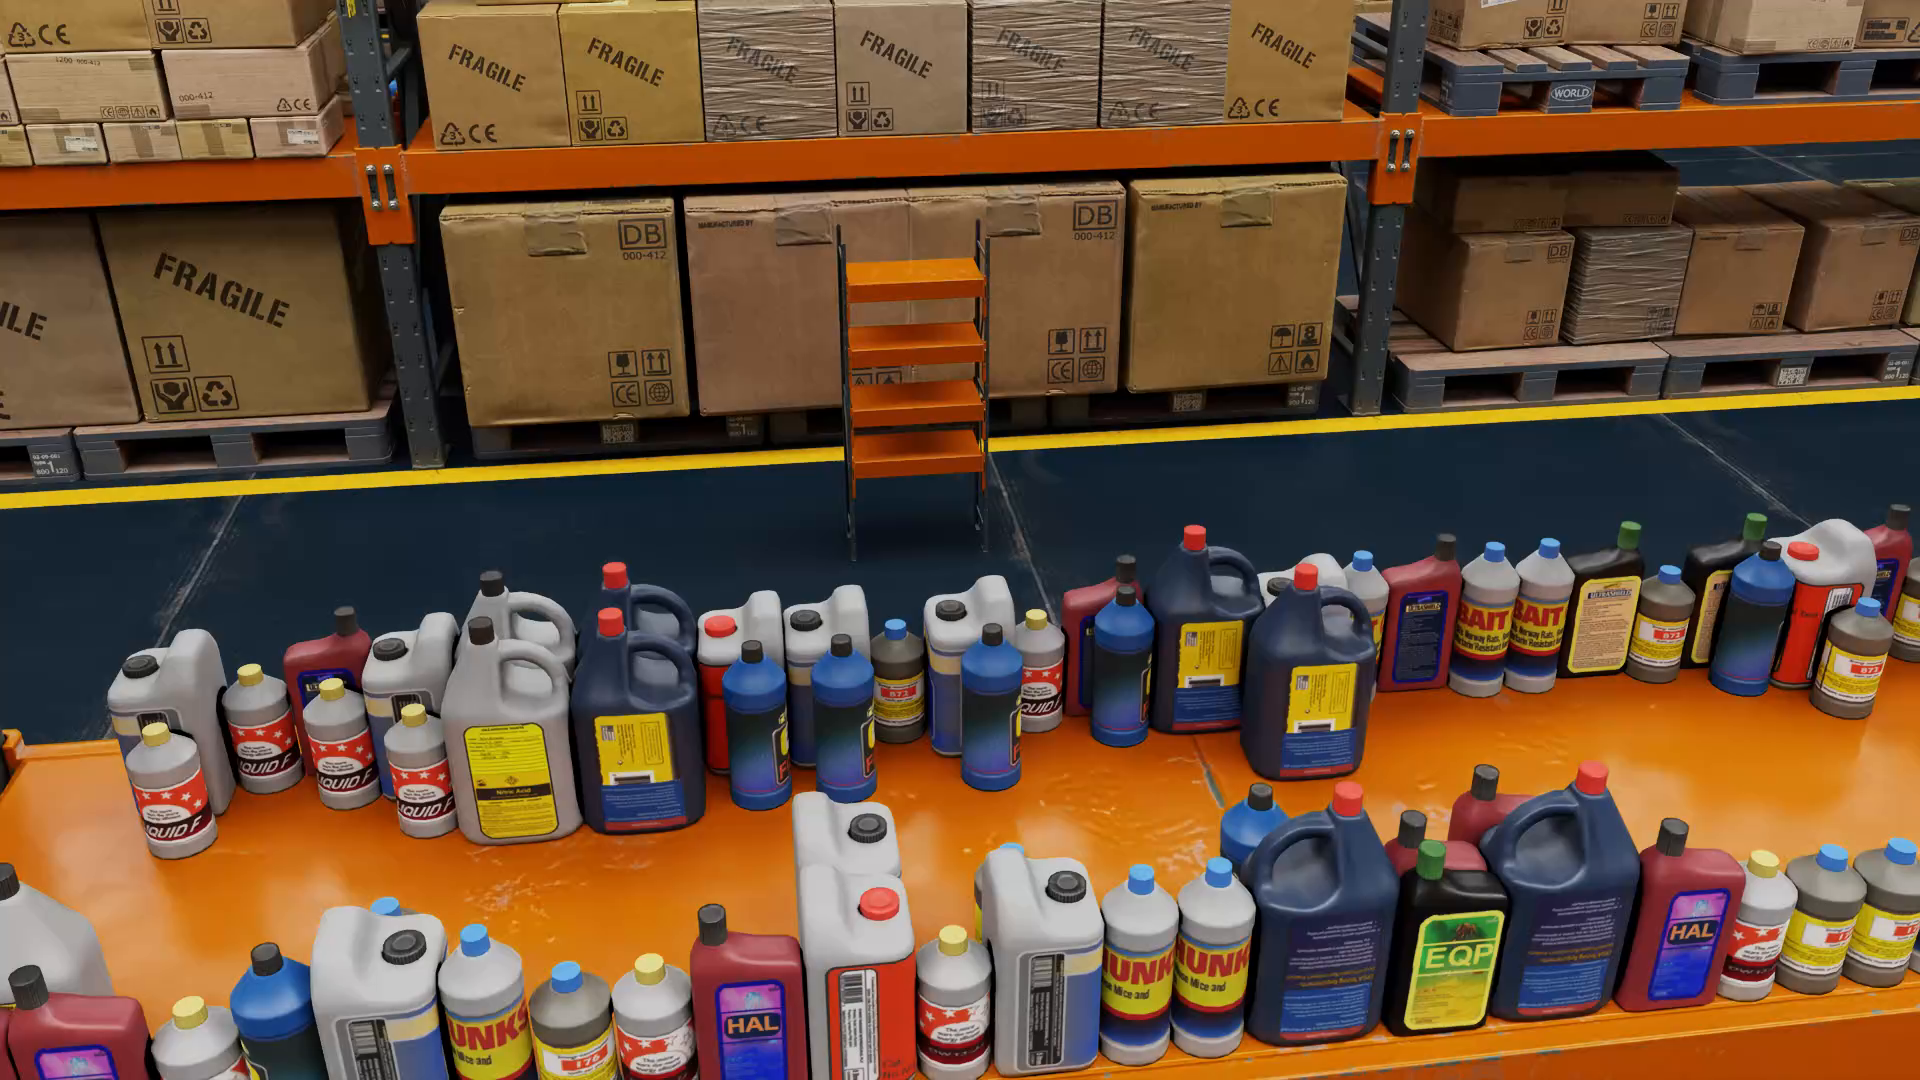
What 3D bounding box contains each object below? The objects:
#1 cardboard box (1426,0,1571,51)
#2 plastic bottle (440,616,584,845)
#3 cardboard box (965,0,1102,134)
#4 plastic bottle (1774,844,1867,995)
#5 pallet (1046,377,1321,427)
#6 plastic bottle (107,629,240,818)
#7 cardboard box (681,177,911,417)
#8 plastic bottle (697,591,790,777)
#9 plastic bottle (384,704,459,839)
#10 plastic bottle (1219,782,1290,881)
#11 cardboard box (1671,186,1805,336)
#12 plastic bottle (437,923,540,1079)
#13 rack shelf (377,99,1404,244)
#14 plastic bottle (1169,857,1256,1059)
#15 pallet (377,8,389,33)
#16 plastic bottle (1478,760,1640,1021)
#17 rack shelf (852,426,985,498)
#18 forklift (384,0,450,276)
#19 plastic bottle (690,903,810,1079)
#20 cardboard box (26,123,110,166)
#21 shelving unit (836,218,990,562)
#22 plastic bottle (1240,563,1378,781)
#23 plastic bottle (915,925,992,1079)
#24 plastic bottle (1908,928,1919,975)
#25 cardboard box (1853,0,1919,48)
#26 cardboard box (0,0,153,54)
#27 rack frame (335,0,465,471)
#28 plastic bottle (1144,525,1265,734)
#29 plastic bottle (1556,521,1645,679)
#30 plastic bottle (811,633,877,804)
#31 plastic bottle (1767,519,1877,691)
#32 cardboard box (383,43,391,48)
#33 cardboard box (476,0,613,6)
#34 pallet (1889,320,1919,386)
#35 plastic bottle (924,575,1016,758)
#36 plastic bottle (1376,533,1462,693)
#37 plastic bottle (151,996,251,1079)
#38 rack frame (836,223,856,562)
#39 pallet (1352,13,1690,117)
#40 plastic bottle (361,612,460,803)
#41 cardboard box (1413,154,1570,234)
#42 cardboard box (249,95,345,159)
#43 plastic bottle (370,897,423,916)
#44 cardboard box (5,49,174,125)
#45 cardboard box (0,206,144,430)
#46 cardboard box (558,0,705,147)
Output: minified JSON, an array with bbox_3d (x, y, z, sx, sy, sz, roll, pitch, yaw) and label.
[{"bbox_3d":[2.245,-2.385,7.042,0.500,0.500,0.500,-7,28,-13],"label":"cardboard box"},{"bbox_3d":[-0.671,0.273,2.486,0.185,0.351,0.144,-4,27,-7],"label":"plastic bottle"},{"bbox_3d":[0.253,-1.938,6.633,0.500,0.500,0.500,-5,28,-9],"label":"cardboard box"},{"bbox_3d":[1.141,0.496,2.215,0.097,0.201,0.097,0,27,0],"label":"plastic bottle"},{"bbox_3d":[0.924,-0.844,7.664,1.213,0.211,1.003,-4,27,-7],"label":"pallet"},{"bbox_3d":[-1.210,0.277,2.561,0.135,0.276,0.152,-4,27,-7],"label":"plastic bottle"},{"bbox_3d":[-0.730,-1.195,7.161,0.875,0.875,1.225,-5,28,-9],"label":"cardboard box"},{"bbox_3d":[-0.349,0.221,2.669,0.135,0.276,0.152,-4,27,-7],"label":"plastic bottle"},{"bbox_3d":[-0.813,0.342,2.516,0.097,0.201,0.097,0,27,0],"label":"plastic bottle"},{"bbox_3d":[0.394,0.446,2.235,0.097,0.271,0.097,0,27,0],"label":"plastic bottle"},{"bbox_3d":[3.484,-1.316,7.786,0.500,0.500,0.700,-1,27,-3],"label":"cardboard box"},{"bbox_3d":[-0.563,0.574,1.986,0.097,0.271,0.097,0,27,0],"label":"plastic bottle"},{"bbox_3d":[-0.265,-1.654,6.975,4.000,0.370,1.077,-4,27,-7],"label":"rack shelf"},{"bbox_3d":[0.318,0.518,2.096,0.097,0.271,0.097,0,27,0],"label":"plastic bottle"},{"bbox_3d":[-5.601,-4.994,15.751,1.213,0.211,1.003,-4,27,-7],"label":"pallet"},{"bbox_3d":[0.769,0.443,2.155,0.185,0.351,0.144,-4,27,-7],"label":"plastic bottle"},{"bbox_3d":[-0.164,-0.287,6.077,0.480,0.148,0.258,-4,27,-7],"label":"rack shelf"},{"bbox_3d":[-2.071,-3.038,8.960,3.031,2.935,1.130,-9,29,-17],"label":"forklift"},{"bbox_3d":[-0.253,0.558,2.005,0.133,0.283,0.061,-4,27,-7],"label":"plastic bottle"},{"bbox_3d":[-3.265,-1.518,6.198,0.250,0.149,0.380,-3,27,-6],"label":"cardboard box"},{"bbox_3d":[-0.164,-0.523,5.956,0.503,1.200,0.258,-4,27,-7],"label":"shelving unit"},{"bbox_3d":[0.555,0.198,2.632,0.185,0.351,0.144,-4,27,-7],"label":"plastic bottle"},{"bbox_3d":[-0.008,0.570,2.071,0.097,0.201,0.097,0,27,0],"label":"plastic bottle"},{"bbox_3d":[1.334,0.453,2.223,0.097,0.271,0.097,0,27,0],"label":"plastic bottle"},{"bbox_3d":[3.973,-2.436,7.139,0.637,0.503,0.797,-1,27,-2],"label":"cardboard box"},{"bbox_3d":[-3.160,-2.066,6.007,0.500,0.500,0.500,-3,27,-7],"label":"cardboard box"},{"bbox_3d":[-2.245,-1.846,6.563,0.127,3.000,1.000,-4,27,-7],"label":"rack frame"},{"bbox_3d":[0.400,0.138,2.749,0.185,0.351,0.144,-4,27,-7],"label":"plastic bottle"},{"bbox_3d":[1.106,0.103,2.890,0.133,0.283,0.061,-4,27,-7],"label":"plastic bottle"},{"bbox_3d":[-0.180,0.270,2.579,0.097,0.271,0.097,0,27,0],"label":"plastic bottle"},{"bbox_3d":[1.474,0.104,2.897,0.135,0.276,0.152,-4,27,-7],"label":"plastic bottle"},{"bbox_3d":[-3.986,-3.294,11.395,0.250,0.149,0.380,-4,27,-8],"label":"cardboard box"},{"bbox_3d":[-1.614,-2.382,6.397,0.637,0.503,0.797,-4,27,-8],"label":"cardboard box"},{"bbox_3d":[4.906,-1.064,8.093,1.213,0.211,1.003,-4,27,-7],"label":"pallet"},{"bbox_3d":[0.014,0.198,2.714,0.135,0.276,0.152,-4,27,-7],"label":"plastic bottle"},{"bbox_3d":[0.781,0.124,2.850,0.133,0.283,0.061,-4,27,-7],"label":"plastic bottle"},{"bbox_3d":[-0.889,0.626,1.961,0.097,0.201,0.097,0,27,0],"label":"plastic bottle"},{"bbox_3d":[-0.406,-0.508,5.925,0.015,1.200,0.240,-4,27,-7],"label":"rack frame"},{"bbox_3d":[2.406,-2.109,7.285,1.003,0.211,1.213,-4,27,-7],"label":"pallet"},{"bbox_3d":[-0.848,0.253,2.606,0.135,0.276,0.152,-4,27,-7],"label":"plastic bottle"},{"bbox_3d":[2.375,-1.574,7.467,0.500,0.250,0.500,-3,27,-5],"label":"cardboard box"},{"bbox_3d":[-2.502,-1.567,6.294,0.250,0.149,0.380,-4,27,-7],"label":"cardboard box"},{"bbox_3d":[-0.717,0.545,2.119,0.097,0.201,0.097,0,27,0],"label":"plastic bottle"},{"bbox_3d":[-3.158,-1.731,6.177,0.500,0.250,0.500,-3,27,-6],"label":"cardboard box"},{"bbox_3d":[-3.801,-1.025,6.829,0.875,0.875,0.875,-4,27,-7],"label":"cardboard box"},{"bbox_3d":[-1.257,-1.840,6.440,0.500,0.500,0.500,-4,27,-7],"label":"cardboard box"}]
